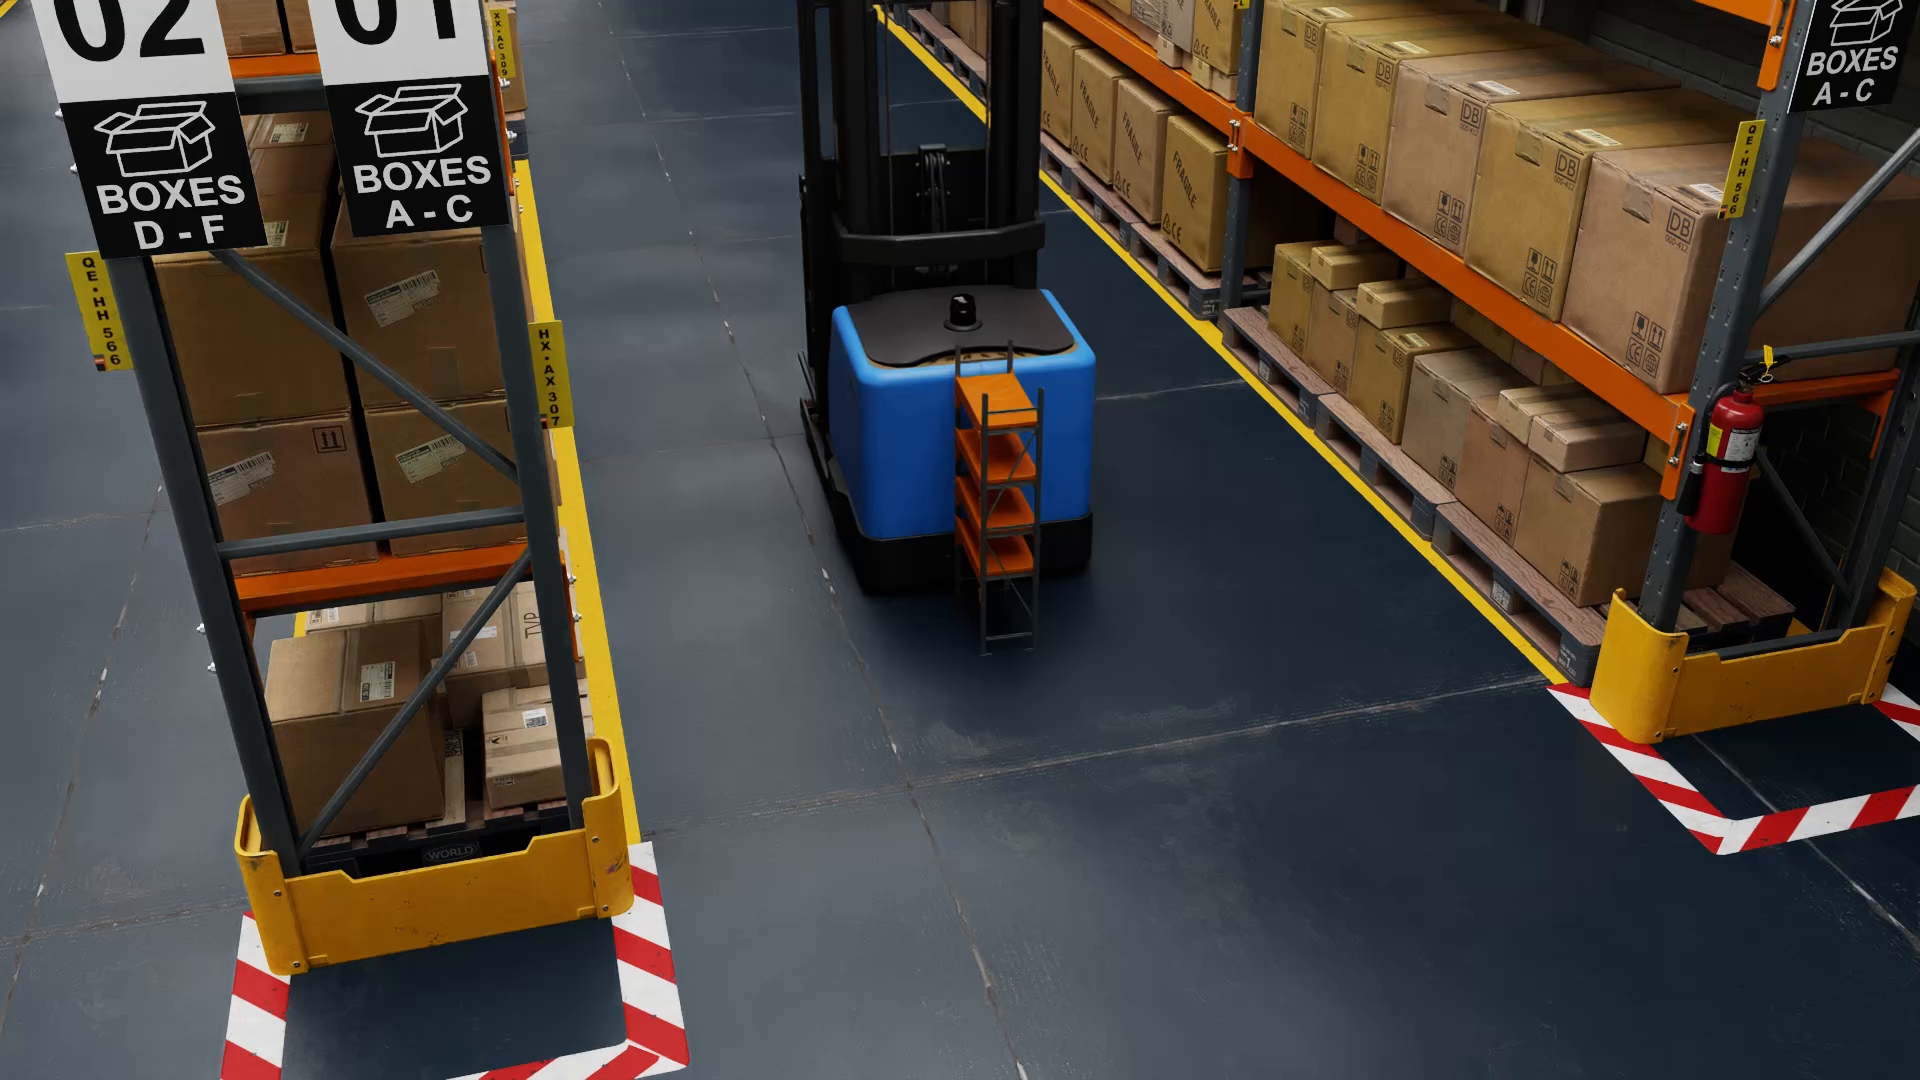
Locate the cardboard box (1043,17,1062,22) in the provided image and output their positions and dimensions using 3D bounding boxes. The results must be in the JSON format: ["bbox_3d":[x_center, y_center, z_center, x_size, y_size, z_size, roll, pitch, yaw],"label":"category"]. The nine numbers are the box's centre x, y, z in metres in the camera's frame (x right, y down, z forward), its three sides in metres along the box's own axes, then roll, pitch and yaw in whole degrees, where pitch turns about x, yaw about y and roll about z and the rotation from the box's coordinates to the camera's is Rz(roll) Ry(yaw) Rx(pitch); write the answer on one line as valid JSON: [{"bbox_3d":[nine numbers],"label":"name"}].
[{"bbox_3d":[0.731,-3.990,13.705,0.700,0.500,0.500,-7,31,-13],"label":"cardboard box"}]

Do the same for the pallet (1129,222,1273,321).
[{"bbox_3d":[1.757,-1.764,10.587,1.003,0.211,1.213,-8,31,-13],"label":"pallet"}]

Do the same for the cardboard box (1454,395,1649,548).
[{"bbox_3d":[2.681,-0.343,7.424,0.700,0.500,0.500,-8,31,-13],"label":"cardboard box"}]

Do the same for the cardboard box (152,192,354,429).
[{"bbox_3d":[-2.062,-0.671,4.816,0.500,0.500,0.500,-8,31,-14],"label":"cardboard box"}]

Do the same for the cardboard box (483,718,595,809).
[{"bbox_3d":[-1.459,0.779,5.816,0.380,0.149,0.250,-8,31,-13],"label":"cardboard box"}]

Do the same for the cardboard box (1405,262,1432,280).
[{"bbox_3d":[2.499,-1.329,8.481,0.380,0.149,0.250,-9,31,-15],"label":"cardboard box"}]

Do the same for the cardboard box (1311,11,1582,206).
[{"bbox_3d":[2.351,-2.121,8.120,0.980,0.700,0.700,-9,31,-15],"label":"cardboard box"}]

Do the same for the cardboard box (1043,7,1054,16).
[{"bbox_3d":[0.641,-4.598,14.007,0.500,0.250,0.500,-7,31,-12],"label":"cardboard box"}]

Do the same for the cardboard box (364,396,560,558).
[{"bbox_3d":[-1.542,-0.309,5.189,0.500,0.500,0.500,-7,31,-12],"label":"cardboard box"}]

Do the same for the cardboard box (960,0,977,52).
[{"bbox_3d":[0.405,-4.733,14.989,0.700,0.500,0.500,-8,31,-13],"label":"cardboard box"}]

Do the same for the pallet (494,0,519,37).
[{"bbox_3d":[-3.555,-3.479,10.958,1.213,0.211,1.003,-8,31,-13],"label":"pallet"}]

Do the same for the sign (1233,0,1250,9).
[{"bbox_3d":[1.514,-2.998,8.859,0.100,0.325,0.005,-8,31,-13],"label":"sign"}]

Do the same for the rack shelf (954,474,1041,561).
[{"bbox_3d":[0.150,-0.109,6.875,0.258,0.148,0.480,-6,31,-11],"label":"rack shelf"}]

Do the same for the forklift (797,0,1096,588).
[{"bbox_3d":[-0.224,-1.785,7.908,1.130,2.935,3.031,-6,31,-11],"label":"forklift"}]

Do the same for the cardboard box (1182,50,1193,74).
[{"bbox_3d":[1.557,-2.884,9.969,0.380,0.149,0.250,-7,31,-12],"label":"cardboard box"}]

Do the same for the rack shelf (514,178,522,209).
[{"bbox_3d":[-3.271,-2.603,9.970,1.077,0.370,4.000,-8,31,-13],"label":"rack shelf"}]

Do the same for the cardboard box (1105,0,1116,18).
[{"bbox_3d":[1.205,-3.633,11.263,0.380,0.149,0.250,-7,31,-13],"label":"cardboard box"}]

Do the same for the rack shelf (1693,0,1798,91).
[{"bbox_3d":[2.565,-2.629,7.022,1.077,0.370,4.000,-8,31,-13],"label":"rack shelf"}]

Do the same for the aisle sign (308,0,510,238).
[{"bbox_3d":[-1.378,-1.147,4.143,0.394,0.787,0.004,-8,31,-13],"label":"aisle sign"}]

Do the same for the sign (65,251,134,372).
[{"bbox_3d":[-2.219,-0.590,4.303,0.100,0.325,0.005,-8,31,-13],"label":"sign"}]

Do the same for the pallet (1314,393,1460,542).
[{"bbox_3d":[2.488,-0.434,8.288,1.003,0.211,1.213,-8,31,-13],"label":"pallet"}]

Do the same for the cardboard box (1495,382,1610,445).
[{"bbox_3d":[2.536,-0.543,7.123,0.380,0.149,0.250,-7,31,-12],"label":"cardboard box"}]

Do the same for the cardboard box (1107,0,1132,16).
[{"bbox_3d":[1.261,-3.708,10.745,0.500,0.500,0.500,-7,31,-12],"label":"cardboard box"}]

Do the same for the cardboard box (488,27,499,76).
[{"bbox_3d":[-2.084,-1.724,6.636,0.500,0.500,0.500,-8,31,-13],"label":"cardboard box"}]

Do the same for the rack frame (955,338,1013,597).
[{"bbox_3d":[0.099,-0.287,7.048,0.240,1.200,0.015,-6,31,-11],"label":"rack frame"}]

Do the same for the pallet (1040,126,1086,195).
[{"bbox_3d":[1.109,-2.943,12.623,1.003,0.211,1.213,-8,31,-13],"label":"pallet"}]

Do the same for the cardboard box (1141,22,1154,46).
[{"bbox_3d":[1.377,-3.253,10.607,0.380,0.149,0.250,-9,31,-15],"label":"cardboard box"}]

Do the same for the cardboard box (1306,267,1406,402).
[{"bbox_3d":[2.264,-1.090,8.716,0.700,0.500,0.500,-8,31,-14],"label":"cardboard box"}]

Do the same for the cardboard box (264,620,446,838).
[{"bbox_3d":[-2.061,0.645,5.697,0.500,0.500,0.500,-8,31,-13],"label":"cardboard box"}]

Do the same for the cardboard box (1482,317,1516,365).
[{"bbox_3d":[2.702,-0.960,7.843,0.380,0.149,0.250,-8,31,-13],"label":"cardboard box"}]

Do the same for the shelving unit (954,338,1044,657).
[{"bbox_3d":[0.150,-0.167,6.841,0.258,1.200,0.503,-6,31,-11],"label":"shelving unit"}]

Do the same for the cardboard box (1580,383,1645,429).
[{"bbox_3d":[2.905,-0.593,7.208,0.380,0.149,0.250,-8,31,-13],"label":"cardboard box"}]

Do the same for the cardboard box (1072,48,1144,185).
[{"bbox_3d":[1.268,-2.995,11.657,0.750,0.750,0.750,-8,31,-14],"label":"cardboard box"}]

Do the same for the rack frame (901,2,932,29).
[{"bbox_3d":[-0.089,-6.472,15.938,1.000,3.000,0.127,-8,31,-13],"label":"rack frame"}]

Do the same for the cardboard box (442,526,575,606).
[{"bbox_3d":[-1.815,0.200,6.715,0.500,0.250,0.500,-8,31,-13],"label":"cardboard box"}]

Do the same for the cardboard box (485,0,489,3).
[{"bbox_3d":[-1.690,-1.775,4.977,0.500,0.250,0.500,-8,31,-13],"label":"cardboard box"}]

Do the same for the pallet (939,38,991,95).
[{"bbox_3d":[0.447,-4.299,14.967,1.003,0.211,1.213,-8,31,-13],"label":"pallet"}]

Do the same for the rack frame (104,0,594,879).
[{"bbox_3d":[-1.679,-0.016,4.783,1.000,3.000,0.127,-8,31,-13],"label":"rack frame"}]

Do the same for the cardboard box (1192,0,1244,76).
[{"bbox_3d":[1.669,-2.979,9.485,0.500,0.500,0.500,-8,31,-14],"label":"cardboard box"}]

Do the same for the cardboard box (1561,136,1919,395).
[{"bbox_3d":[2.951,-1.051,6.273,0.980,0.700,0.700,-6,31,-11],"label":"cardboard box"}]

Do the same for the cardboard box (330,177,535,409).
[{"bbox_3d":[-1.542,-0.741,4.939,0.500,0.500,0.500,-7,31,-12],"label":"cardboard box"}]
